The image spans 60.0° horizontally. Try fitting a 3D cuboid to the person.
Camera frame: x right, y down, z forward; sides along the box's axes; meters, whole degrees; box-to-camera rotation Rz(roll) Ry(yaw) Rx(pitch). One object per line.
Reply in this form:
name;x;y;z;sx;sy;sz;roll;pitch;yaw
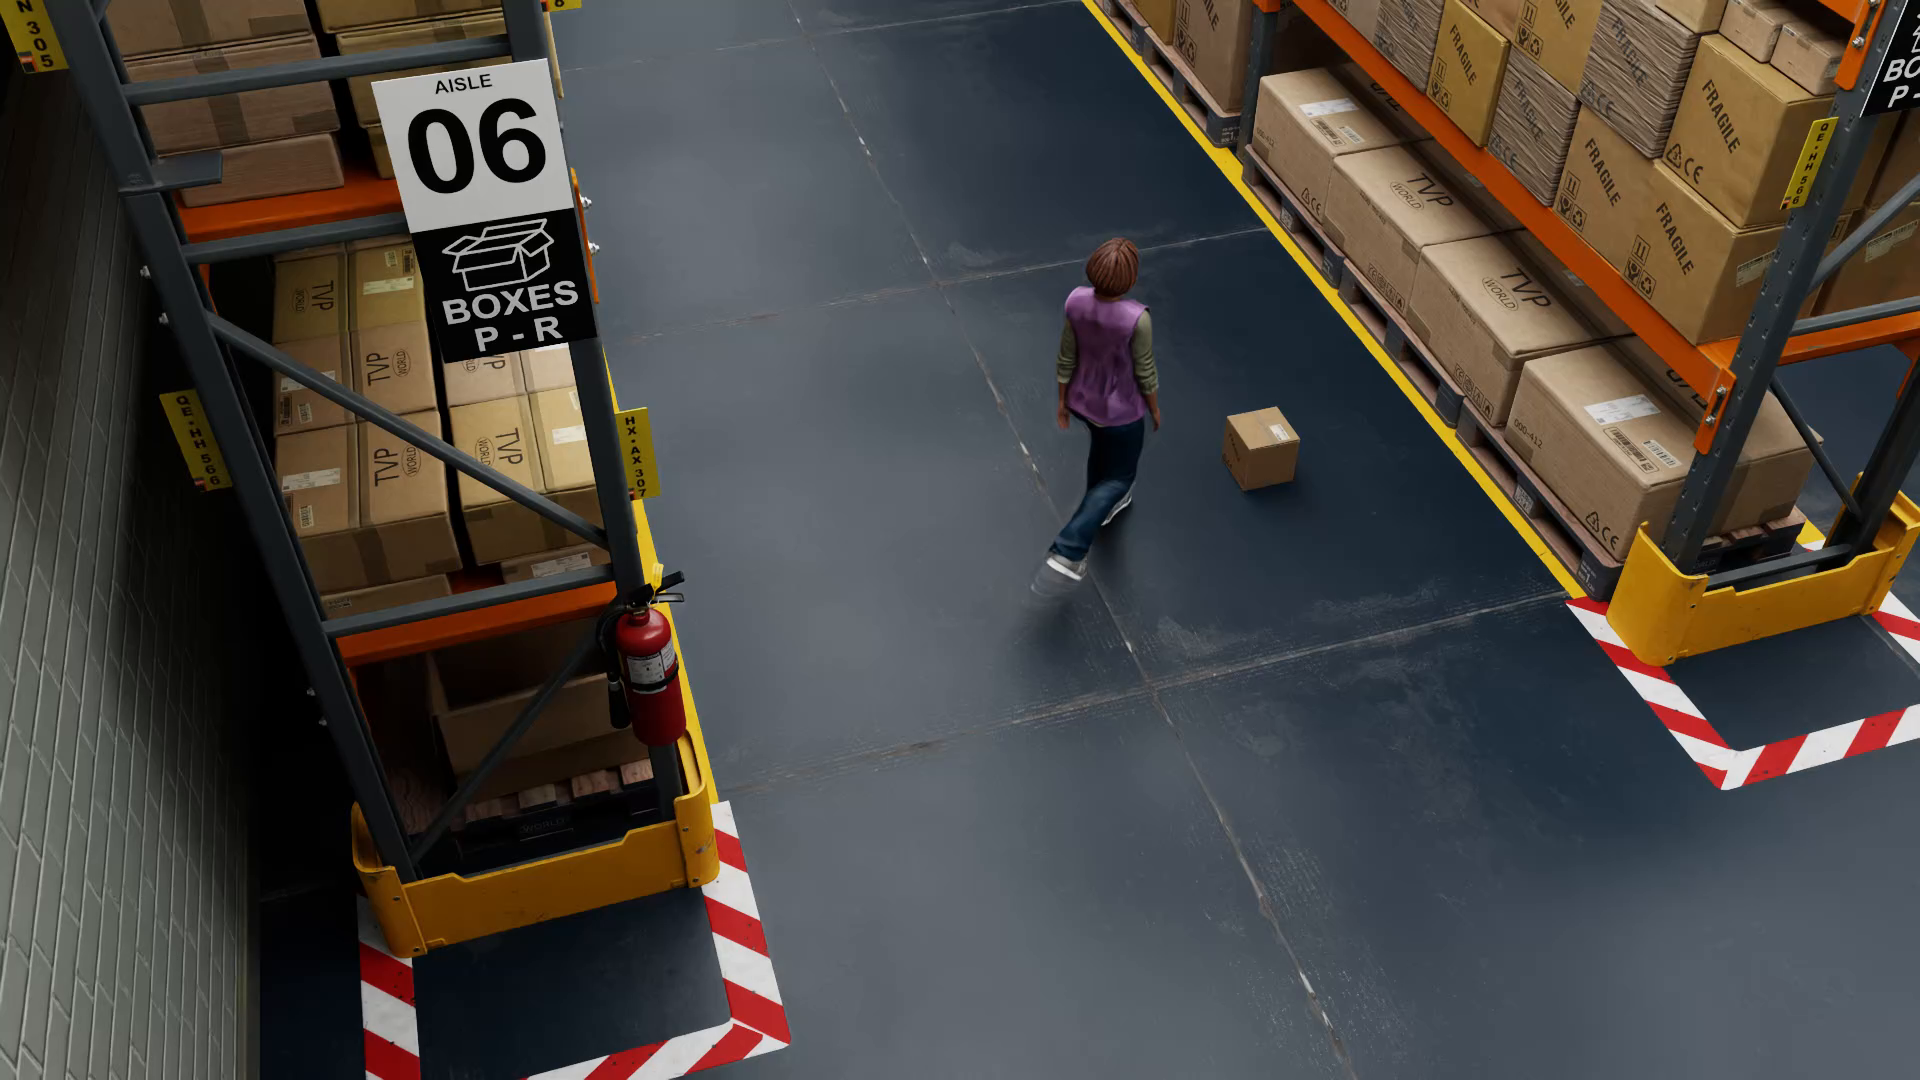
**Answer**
person;0.578;-0.535;6.734;0.411;1.568;0.803;29;50;27
